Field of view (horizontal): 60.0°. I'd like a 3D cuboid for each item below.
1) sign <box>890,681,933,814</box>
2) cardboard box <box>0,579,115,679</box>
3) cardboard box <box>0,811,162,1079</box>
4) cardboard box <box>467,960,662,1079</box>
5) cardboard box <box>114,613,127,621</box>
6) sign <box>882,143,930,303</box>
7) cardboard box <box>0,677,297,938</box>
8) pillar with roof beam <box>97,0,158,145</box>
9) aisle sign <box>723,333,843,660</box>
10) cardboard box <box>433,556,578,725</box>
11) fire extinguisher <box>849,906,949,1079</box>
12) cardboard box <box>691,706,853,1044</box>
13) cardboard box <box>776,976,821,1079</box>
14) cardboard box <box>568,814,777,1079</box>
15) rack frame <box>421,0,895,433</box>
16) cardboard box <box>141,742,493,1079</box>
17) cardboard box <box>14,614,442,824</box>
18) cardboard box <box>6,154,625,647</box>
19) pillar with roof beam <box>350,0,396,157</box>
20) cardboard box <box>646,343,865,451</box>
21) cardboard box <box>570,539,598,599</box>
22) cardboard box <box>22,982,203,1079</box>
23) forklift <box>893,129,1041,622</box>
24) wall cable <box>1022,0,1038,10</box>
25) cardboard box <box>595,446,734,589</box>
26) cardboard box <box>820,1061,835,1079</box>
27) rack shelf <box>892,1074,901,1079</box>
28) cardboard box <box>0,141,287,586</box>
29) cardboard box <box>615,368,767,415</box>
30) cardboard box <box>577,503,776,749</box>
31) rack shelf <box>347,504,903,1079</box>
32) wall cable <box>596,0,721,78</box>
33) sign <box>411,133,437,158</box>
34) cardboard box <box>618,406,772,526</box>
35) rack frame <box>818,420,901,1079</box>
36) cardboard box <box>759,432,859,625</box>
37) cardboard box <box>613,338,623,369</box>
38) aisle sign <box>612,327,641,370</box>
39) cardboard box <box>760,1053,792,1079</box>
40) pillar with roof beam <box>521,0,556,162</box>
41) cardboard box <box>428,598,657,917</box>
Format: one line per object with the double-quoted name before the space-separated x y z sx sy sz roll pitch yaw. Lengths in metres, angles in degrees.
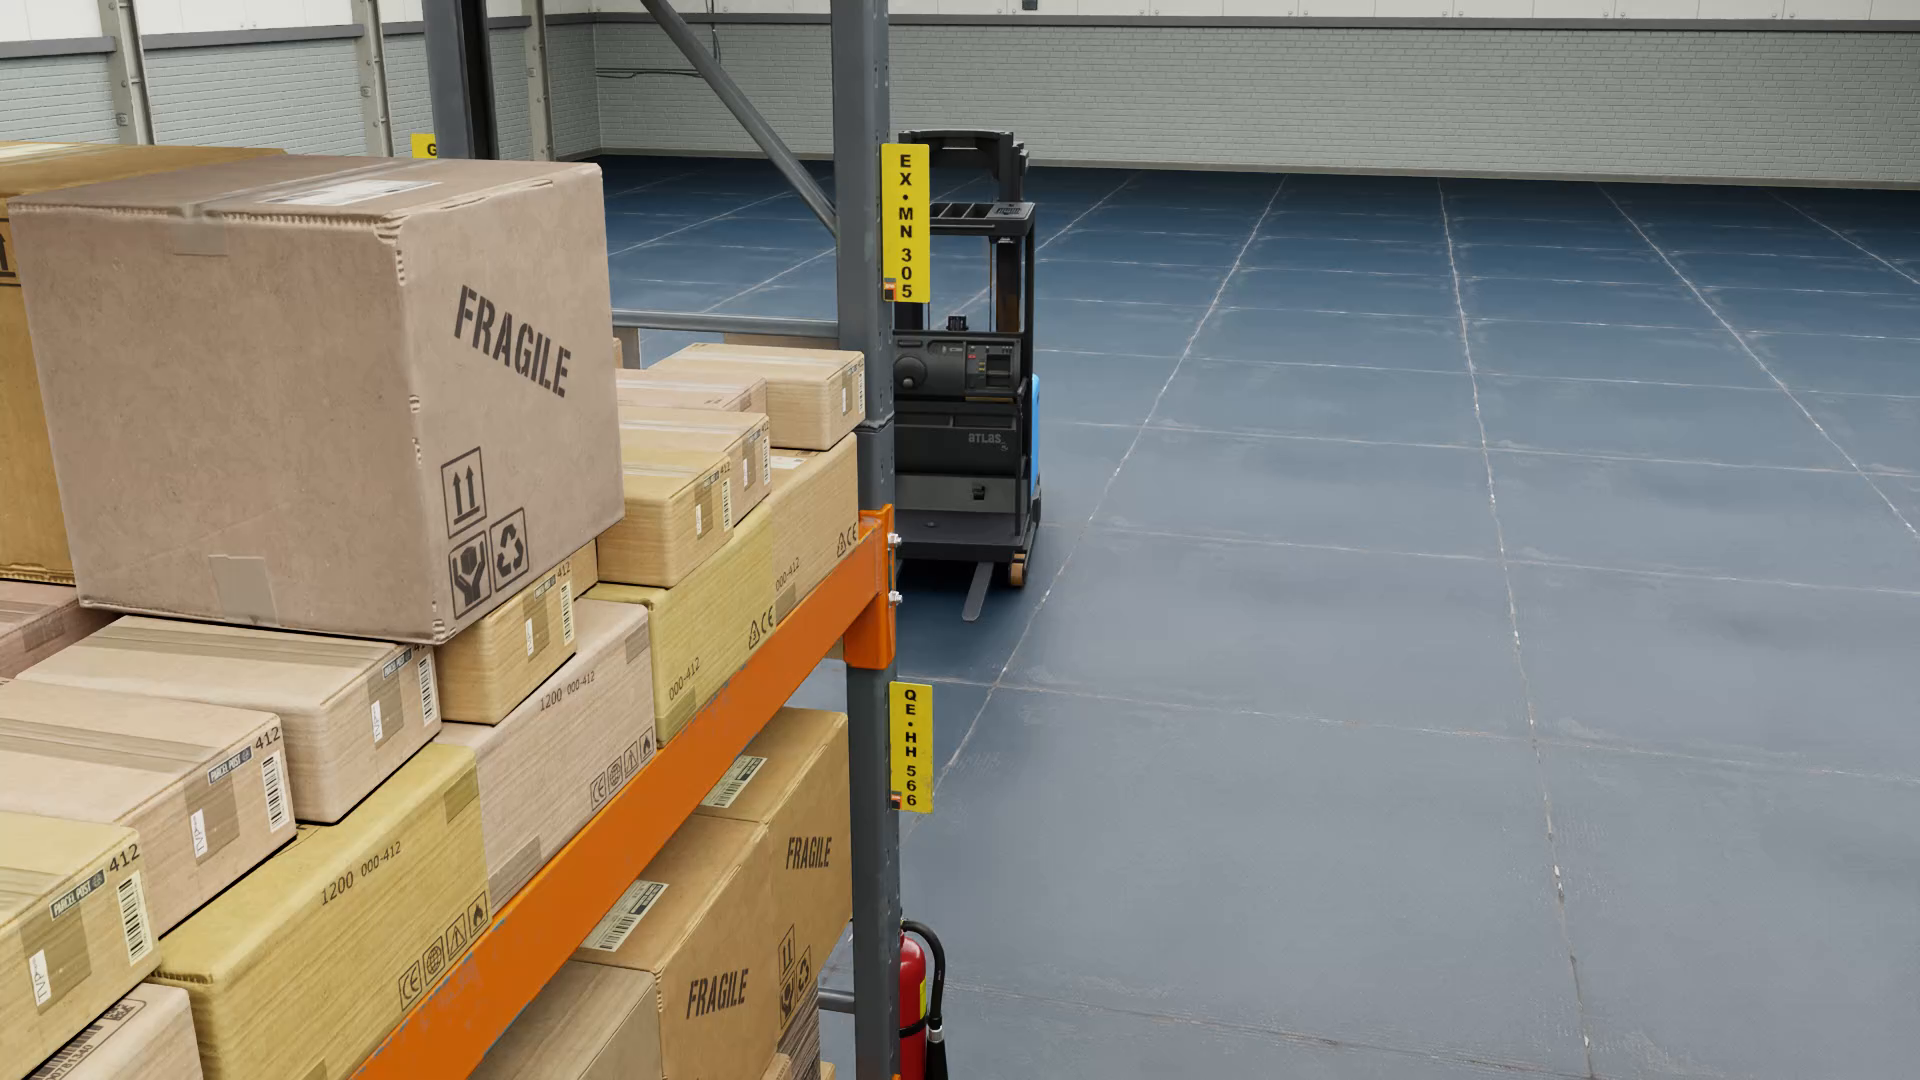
"sign" -0.112 0.483 3.853 0.100 0.325 0.005 5 19 13
"cardboard box" -1.304 0.148 2.089 0.380 0.149 0.250 4 19 13
"cardboard box" -0.963 0.357 1.475 0.380 0.149 0.250 4 19 12
"cardboard box" -0.782 0.974 2.532 0.500 0.500 0.500 5 19 13
"cardboard box" -1.288 0.066 2.328 0.380 0.149 0.250 4 19 11
"sign" -0.112 -0.658 3.464 0.100 0.325 0.005 5 19 13
"cardboard box" -0.933 0.274 1.719 0.380 0.149 0.250 5 20 15
"pillar with roof beam" -7.541 -8.037 21.796 9.100 9.000 0.400 5 19 13
"aisle sign" -0.340 -0.096 3.806 0.394 0.787 0.004 5 19 13
"cardboard box" -0.736 0.112 2.194 0.380 0.149 0.250 4 19 11
"fire extinguisher" -0.171 1.167 4.249 0.296 0.674 0.183 5 19 13
"cardboard box" -0.540 0.661 3.451 0.500 0.500 0.500 5 19 13
"cardboard box" -0.807 1.112 3.676 0.875 0.500 0.500 5 19 13
"cardboard box" -0.657 0.818 2.990 0.500 0.500 0.500 5 19 13
"rack frame" -0.646 -1.709 3.269 1.000 3.000 0.127 5 19 13
"cardboard box" -0.888 0.428 1.887 0.500 0.250 0.500 4 19 12
"cardboard box" -0.848 0.194 1.953 0.380 0.149 0.250 4 19 11
"cardboard box" -0.779 -0.208 2.127 0.500 0.500 0.500 5 19 13
"pillar with roof beam" -6.075 -9.918 27.302 9.100 9.000 0.400 5 19 13
"cardboard box" -0.411 -0.295 3.386 0.380 0.149 0.250 5 19 13
"cardboard box" -0.768 0.020 2.464 0.380 0.149 0.250 5 19 14
"cardboard box" -1.009 0.593 1.401 0.500 0.250 0.500 4 19 11
"forklift" -0.073 -1.185 11.124 1.130 2.935 3.031 2 19 6
"wall cable" 2.420 -13.812 33.441 2.305 6.003 0.169 5 19 13
"cardboard box" -0.587 -0.048 2.662 0.380 0.149 0.250 5 19 14
"cardboard box" -0.515 1.355 3.970 0.380 0.149 0.250 5 19 13
"rack shelf" -1.134 2.097 2.519 1.077 0.370 4.000 5 19 13
"cardboard box" -1.270 -0.270 2.308 0.500 0.500 0.500 5 19 13
"cardboard box" -0.588 -0.223 3.174 0.380 0.149 0.250 4 19 12
"cardboard box" -0.636 0.110 2.818 0.500 0.250 0.500 5 19 14
"rack shelf" -1.134 0.678 2.034 1.077 0.370 4.000 5 19 13
"wall cable" -6.782 -11.488 36.702 3.097 2.526 0.112 5 19 13
"sign" -1.172 -0.746 3.737 0.100 0.325 0.005 5 19 13
"cardboard box" -0.549 -0.129 2.898 0.380 0.149 0.250 4 19 11
"rack frame" -0.646 1.130 4.238 1.000 3.000 0.127 5 19 13
"cardboard box" -0.517 -0.047 3.276 0.500 0.250 0.500 5 20 15
"cardboard box" -0.937 -0.339 3.514 0.380 0.149 0.250 5 19 13
"aisle sign" -0.921 -0.143 3.944 0.394 0.787 0.004 5 19 13
"cardboard box" -0.812 1.278 3.189 0.875 0.500 0.500 5 19 13
"pillar with roof beam" -4.609 -11.798 32.807 9.100 9.000 0.400 5 19 13
"cardboard box" -0.770 0.269 2.349 0.500 0.250 0.500 5 20 15
